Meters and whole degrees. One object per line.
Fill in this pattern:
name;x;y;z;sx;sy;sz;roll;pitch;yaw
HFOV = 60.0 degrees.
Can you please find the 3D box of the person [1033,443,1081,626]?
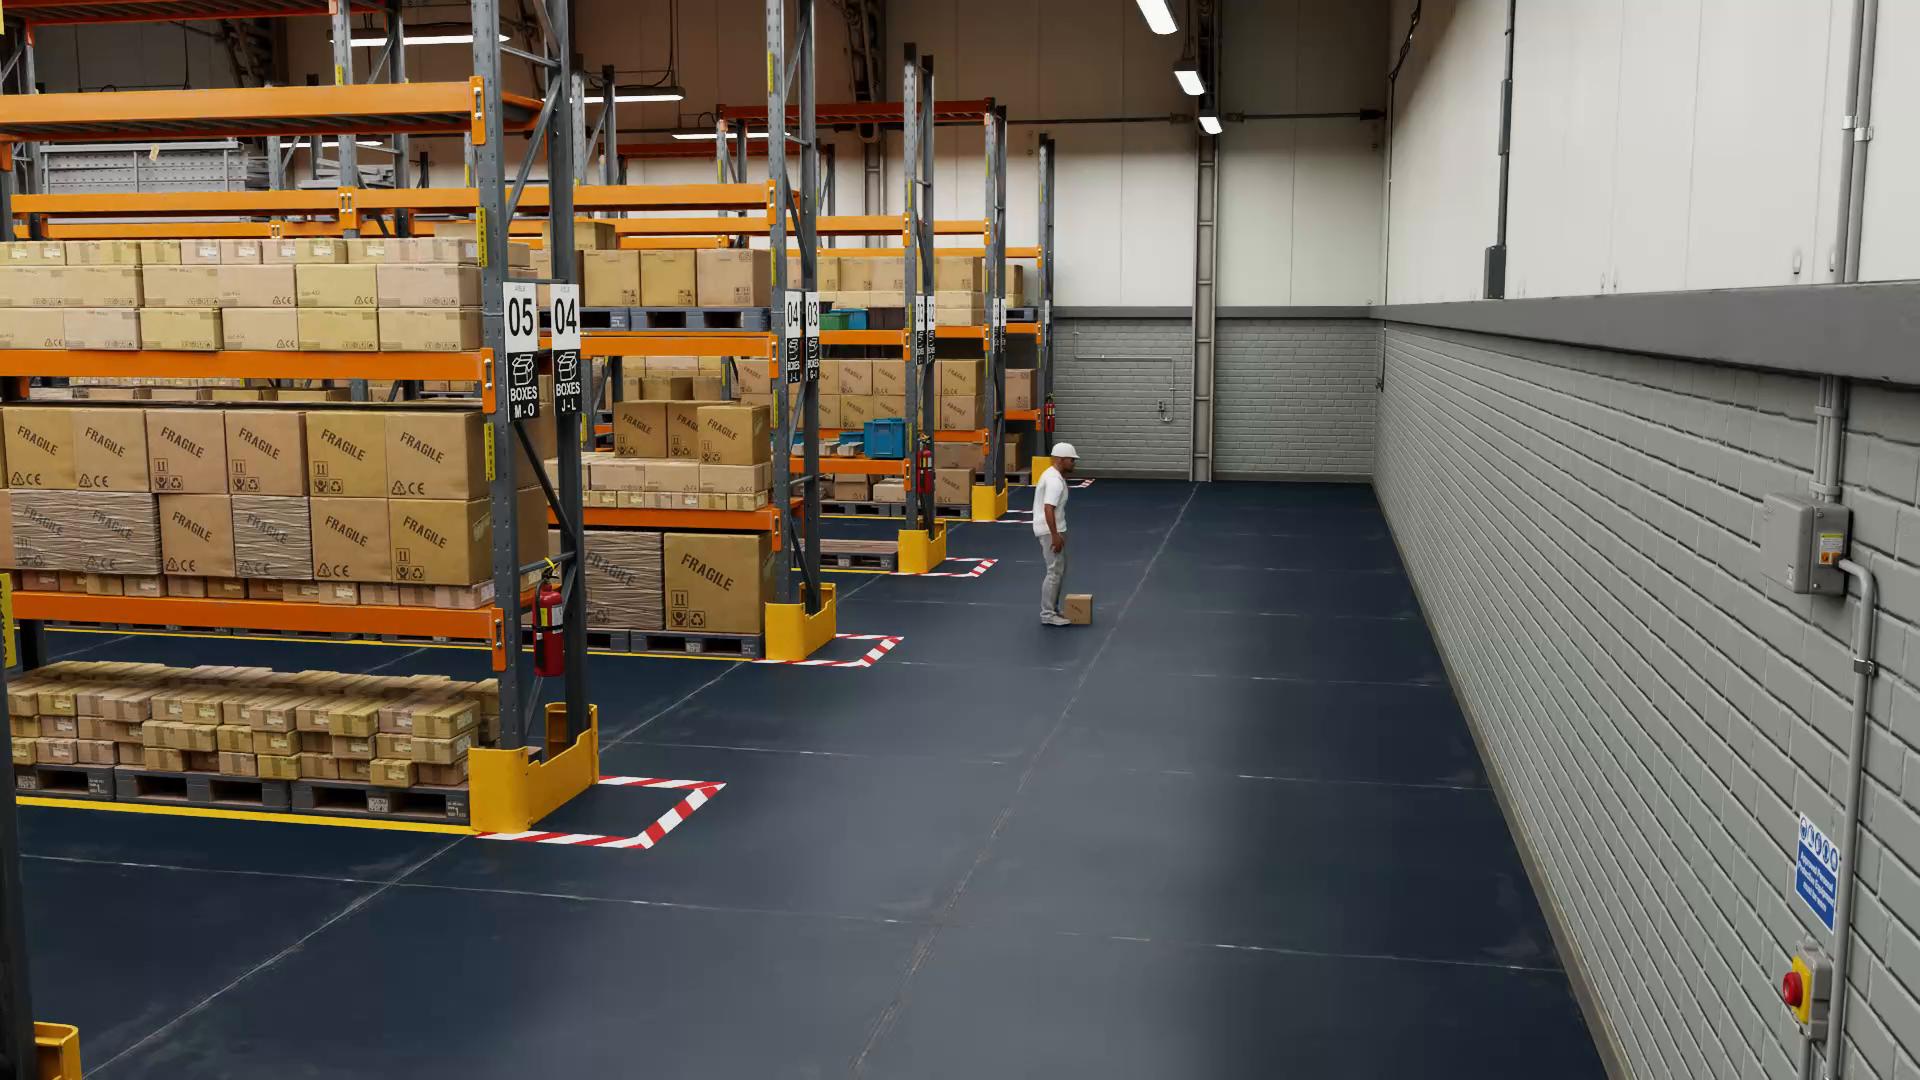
person;0.945;-0.073;16.278;0.461;1.759;0.634;1;8;8
